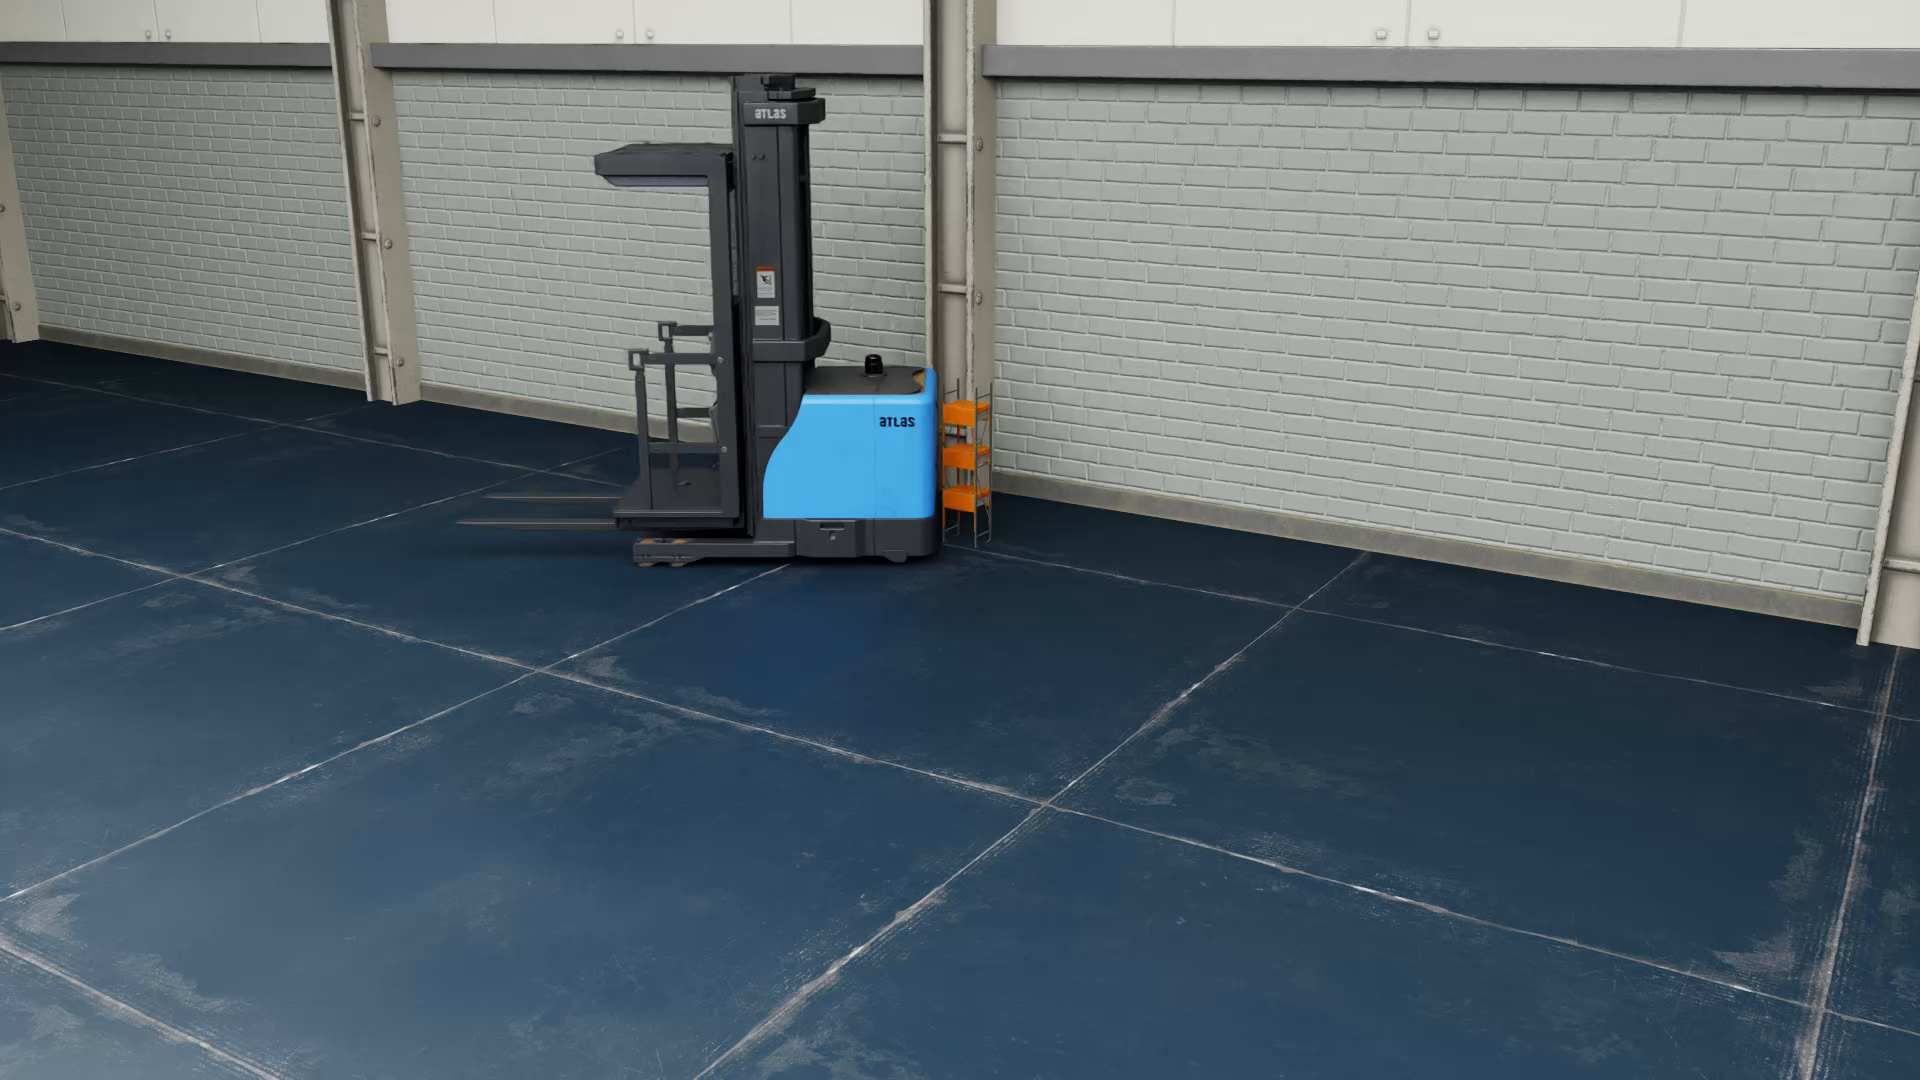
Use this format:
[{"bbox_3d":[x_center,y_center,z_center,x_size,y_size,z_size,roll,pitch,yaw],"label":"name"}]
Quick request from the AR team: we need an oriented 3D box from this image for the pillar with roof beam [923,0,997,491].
[{"bbox_3d":[-2.253,-3.596,7.237,0.400,9.000,9.100,10,20,30],"label":"pillar with roof beam"}]

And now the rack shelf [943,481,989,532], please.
[{"bbox_3d":[0.046,-0.218,10.786,0.240,0.259,0.215,10,20,30],"label":"rack shelf"}]

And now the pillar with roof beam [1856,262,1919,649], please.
[{"bbox_3d":[2.860,-2.683,4.232,0.400,9.000,9.100,10,20,30],"label":"pillar with roof beam"}]

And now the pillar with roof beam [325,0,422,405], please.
[{"bbox_3d":[-7.366,-4.509,10.241,0.400,9.000,9.100,10,20,30],"label":"pillar with roof beam"}]

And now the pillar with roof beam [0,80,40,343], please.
[{"bbox_3d":[-12.478,-5.421,13.246,0.400,9.000,9.100,10,20,30],"label":"pillar with roof beam"}]

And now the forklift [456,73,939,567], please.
[{"bbox_3d":[-1.660,-1.389,10.412,3.031,2.935,1.130,0,17,0],"label":"forklift"}]

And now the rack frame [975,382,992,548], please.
[{"bbox_3d":[0.150,-0.476,10.641,0.008,1.050,0.200,10,20,30],"label":"rack frame"}]

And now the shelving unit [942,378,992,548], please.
[{"bbox_3d":[0.046,-0.494,10.702,0.252,1.050,0.215,10,20,30],"label":"shelving unit"}]

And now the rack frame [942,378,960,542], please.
[{"bbox_3d":[-0.058,-0.513,10.763,0.008,1.050,0.200,10,20,30],"label":"rack frame"}]

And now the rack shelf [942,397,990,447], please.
[{"bbox_3d":[0.046,-0.756,10.622,0.240,0.259,0.215,10,20,30],"label":"rack shelf"}]

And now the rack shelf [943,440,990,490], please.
[{"bbox_3d":[0.046,-0.484,10.705,0.240,0.259,0.215,10,20,30],"label":"rack shelf"}]
